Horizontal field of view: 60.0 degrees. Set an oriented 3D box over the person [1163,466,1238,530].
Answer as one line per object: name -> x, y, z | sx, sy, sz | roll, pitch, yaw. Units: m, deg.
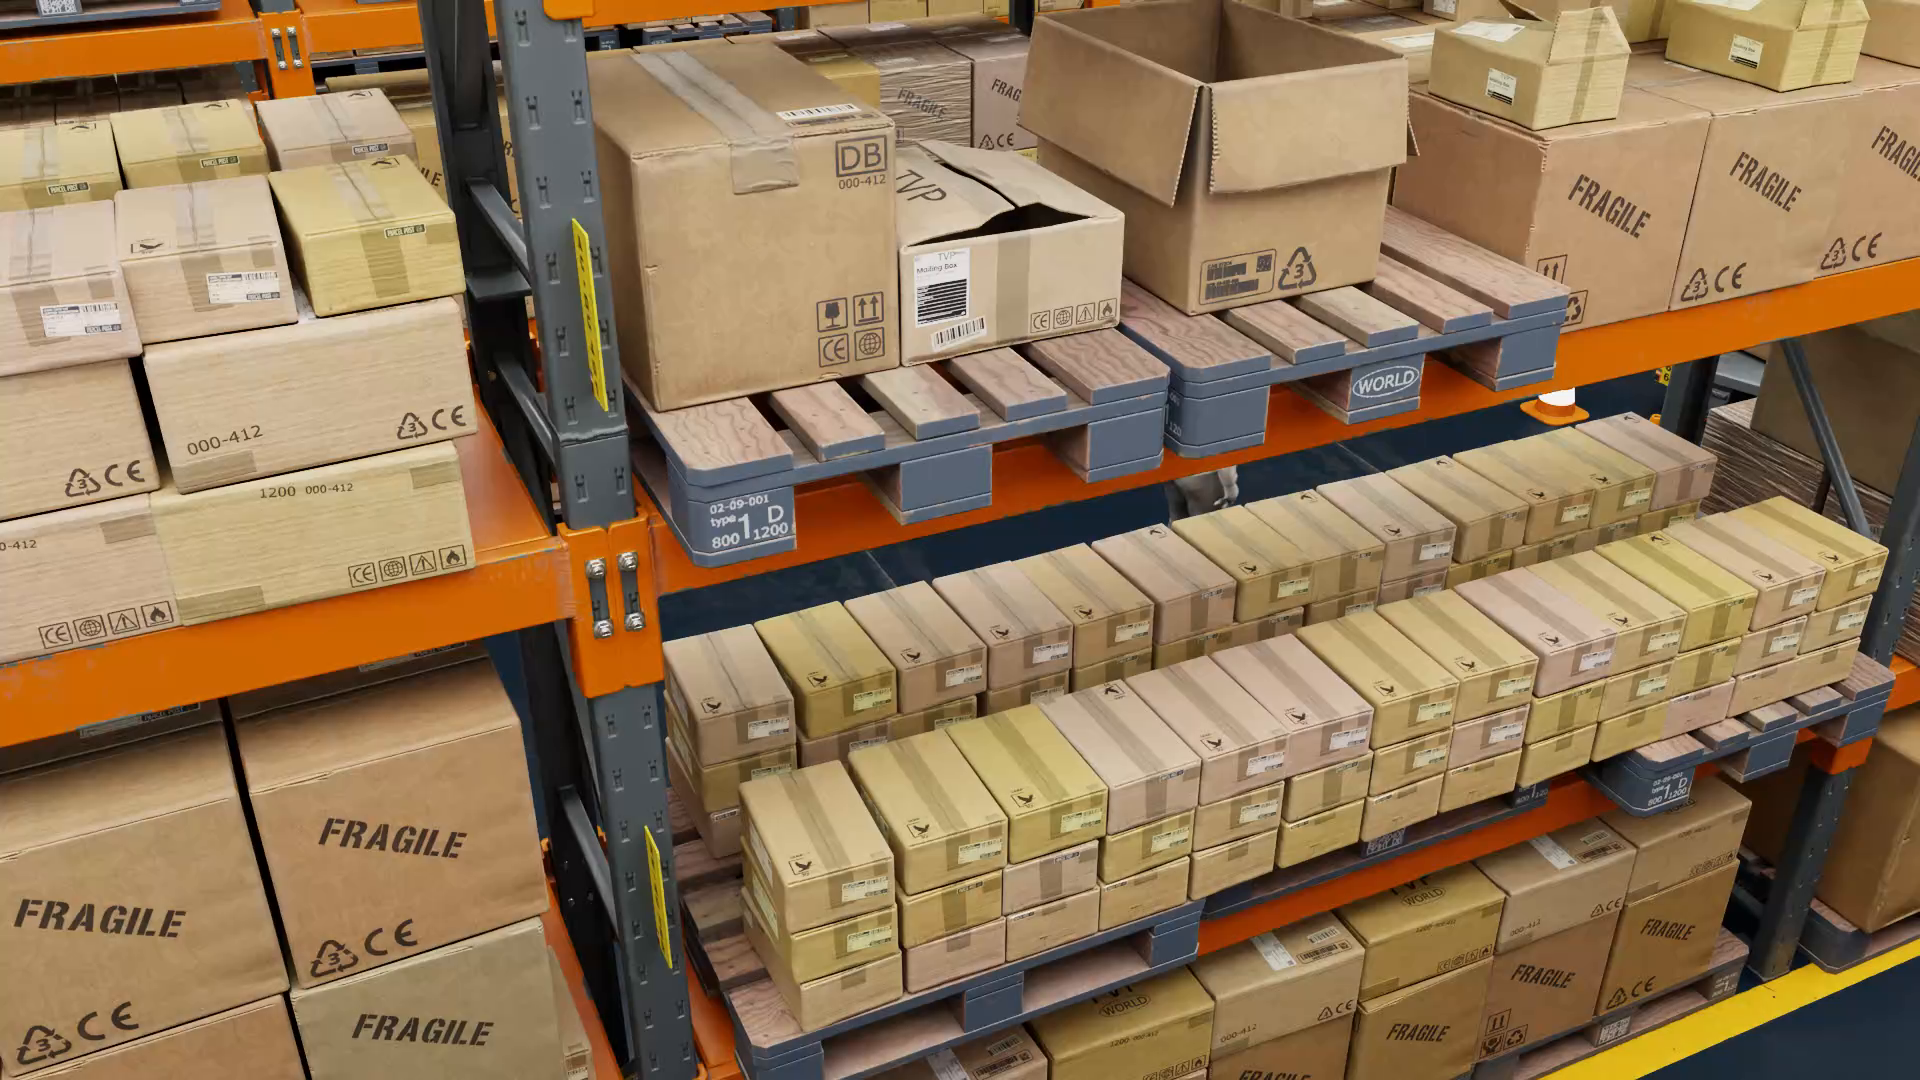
person -> 1.105, -0.347, 7.734 | 0.378, 1.663, 0.533 | -14, 32, -22
